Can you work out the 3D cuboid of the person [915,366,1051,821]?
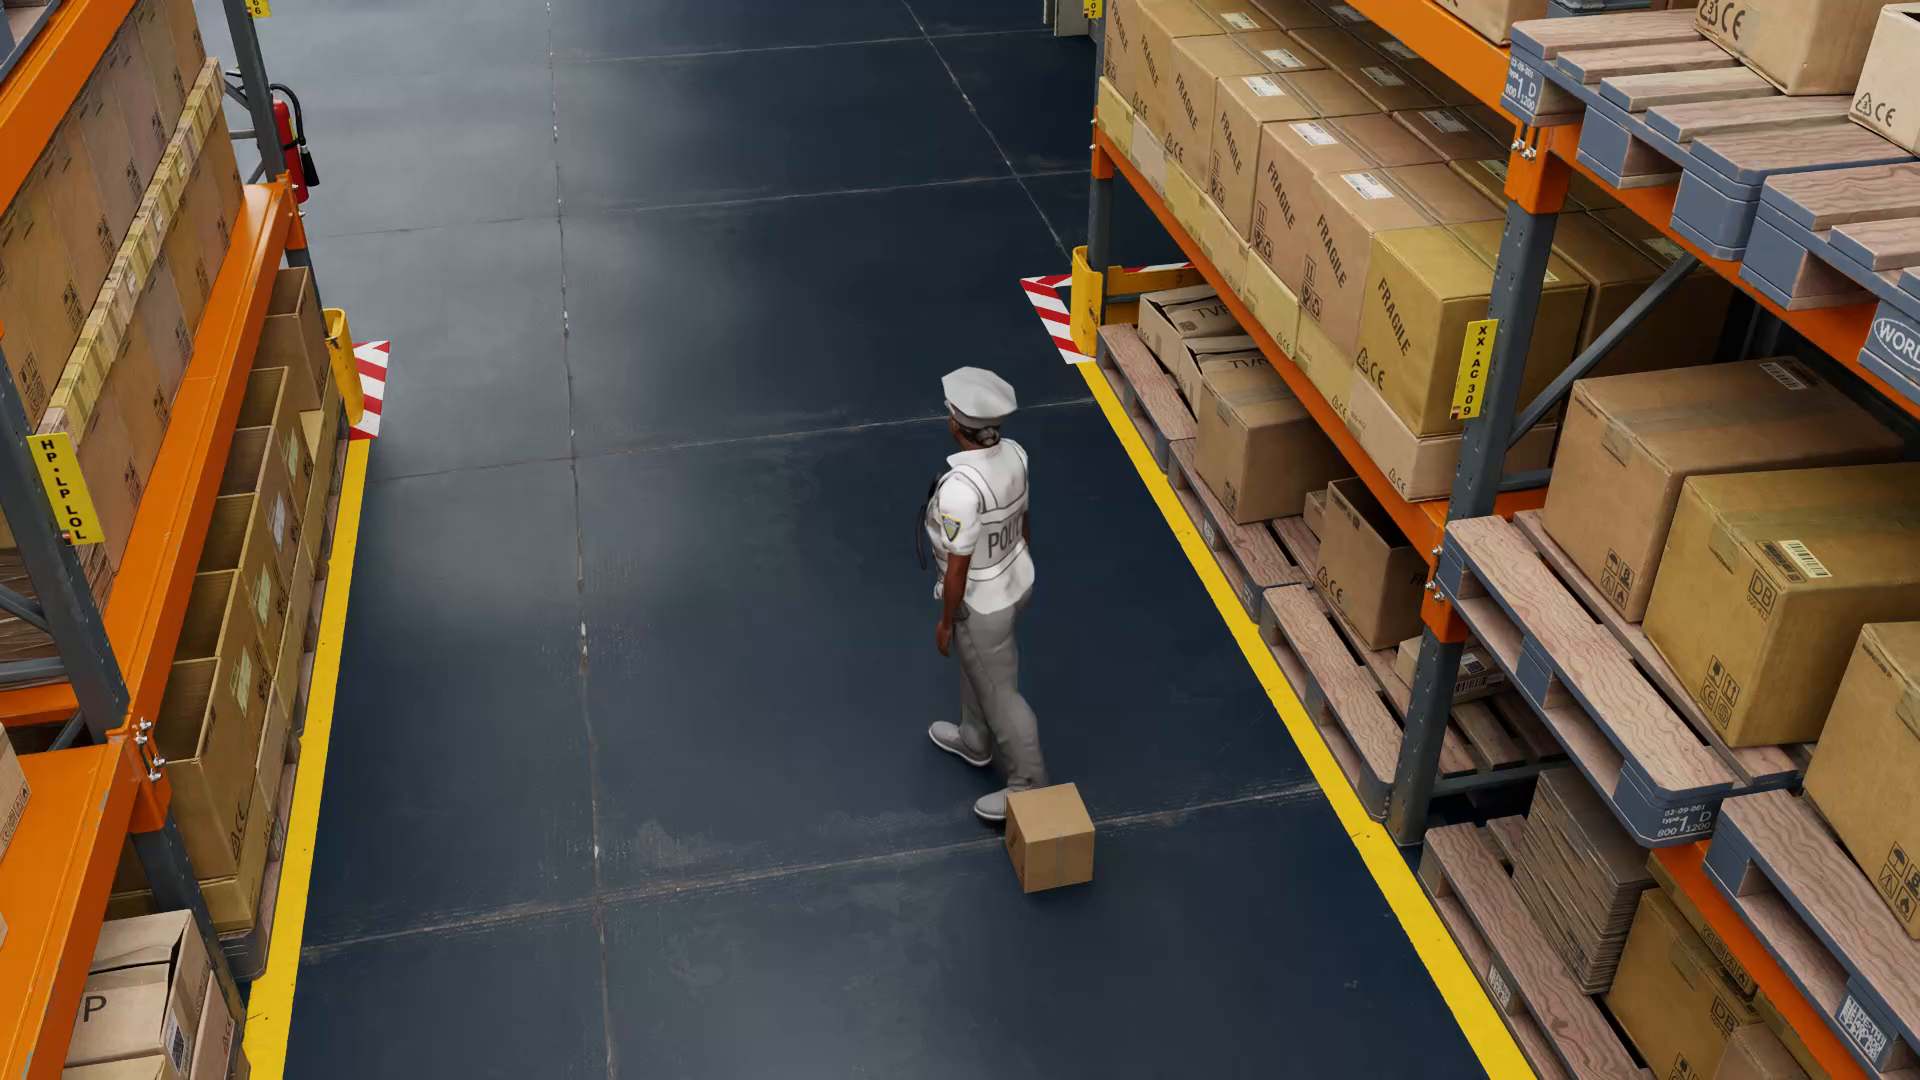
[{"bbox_3d":[0.098,0.206,5.836,0.589,1.661,0.498,16,38,21],"label":"person"}]
